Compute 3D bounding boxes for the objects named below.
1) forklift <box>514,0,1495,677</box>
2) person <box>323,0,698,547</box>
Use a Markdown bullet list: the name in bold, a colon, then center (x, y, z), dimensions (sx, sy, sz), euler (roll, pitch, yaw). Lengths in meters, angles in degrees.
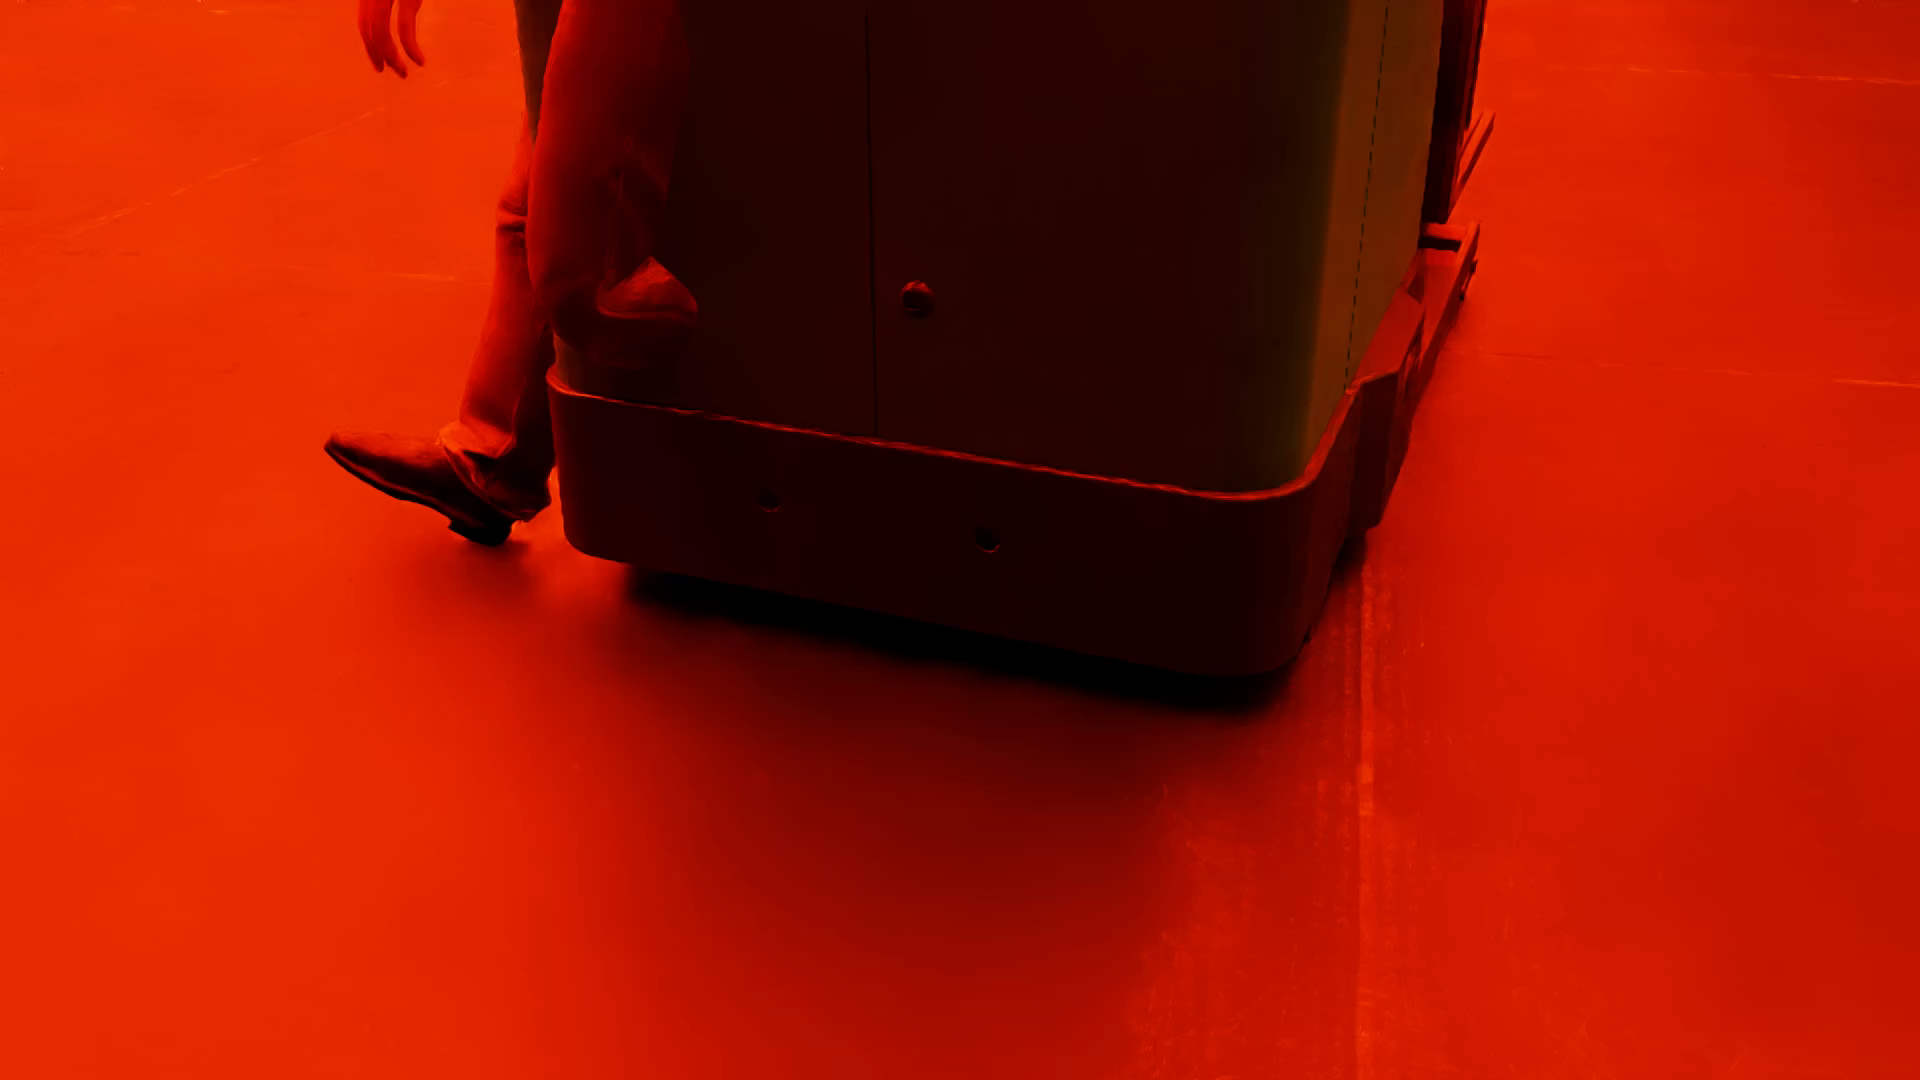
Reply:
- **forklift**: center (0.448, -1.785, 2.783), dimensions (1.130, 2.935, 3.031), euler (10, 28, 19)
- **person**: center (-0.471, -0.727, 2.096), dimensions (0.903, 1.666, 0.685), euler (-4, 27, -8)
